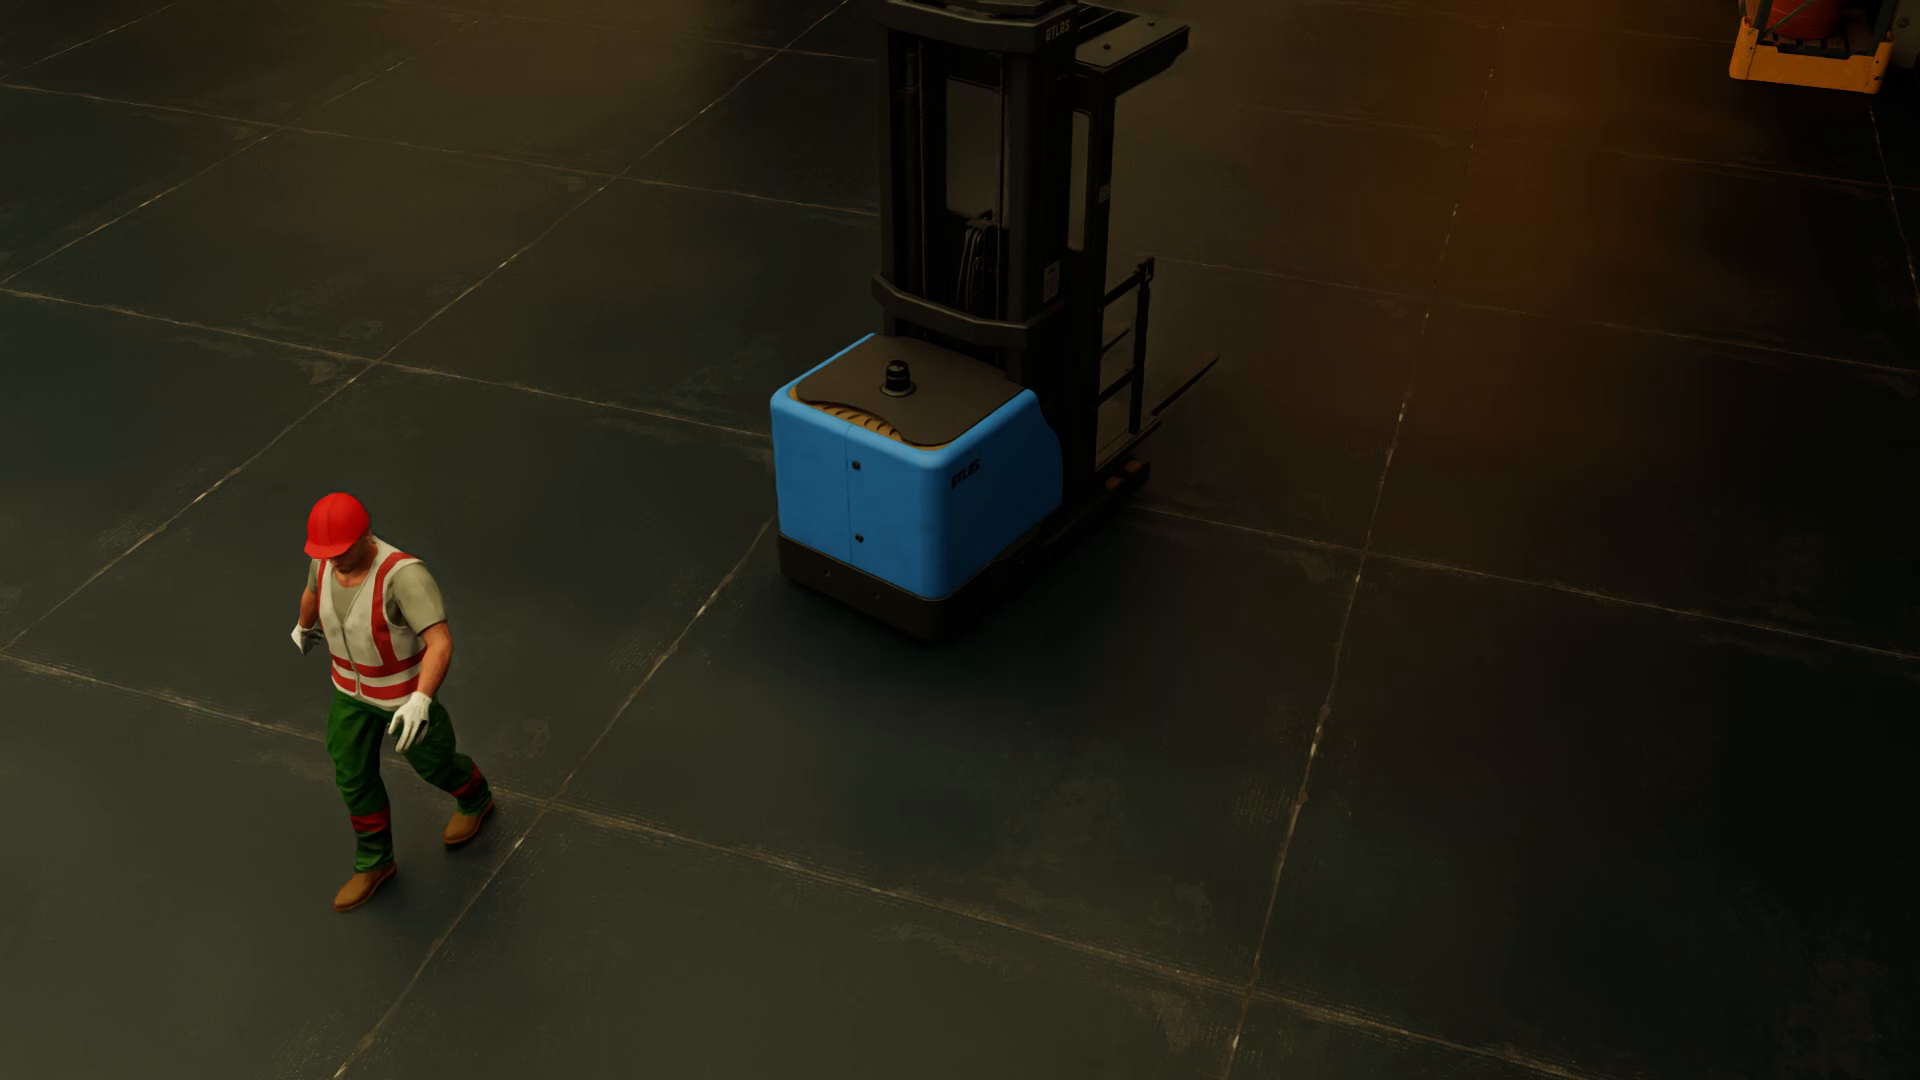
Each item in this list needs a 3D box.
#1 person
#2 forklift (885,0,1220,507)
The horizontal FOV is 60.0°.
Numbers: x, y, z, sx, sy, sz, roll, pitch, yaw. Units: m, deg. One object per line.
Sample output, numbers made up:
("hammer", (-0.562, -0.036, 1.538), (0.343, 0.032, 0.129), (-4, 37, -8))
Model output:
("person", (-2.246, 0.578, 6.306), (1.001, 1.652, 0.751), (13, 37, 17))
("forklift", (0.373, -1.519, 8.254), (1.121, 2.935, 3.031), (23, 41, 29))
